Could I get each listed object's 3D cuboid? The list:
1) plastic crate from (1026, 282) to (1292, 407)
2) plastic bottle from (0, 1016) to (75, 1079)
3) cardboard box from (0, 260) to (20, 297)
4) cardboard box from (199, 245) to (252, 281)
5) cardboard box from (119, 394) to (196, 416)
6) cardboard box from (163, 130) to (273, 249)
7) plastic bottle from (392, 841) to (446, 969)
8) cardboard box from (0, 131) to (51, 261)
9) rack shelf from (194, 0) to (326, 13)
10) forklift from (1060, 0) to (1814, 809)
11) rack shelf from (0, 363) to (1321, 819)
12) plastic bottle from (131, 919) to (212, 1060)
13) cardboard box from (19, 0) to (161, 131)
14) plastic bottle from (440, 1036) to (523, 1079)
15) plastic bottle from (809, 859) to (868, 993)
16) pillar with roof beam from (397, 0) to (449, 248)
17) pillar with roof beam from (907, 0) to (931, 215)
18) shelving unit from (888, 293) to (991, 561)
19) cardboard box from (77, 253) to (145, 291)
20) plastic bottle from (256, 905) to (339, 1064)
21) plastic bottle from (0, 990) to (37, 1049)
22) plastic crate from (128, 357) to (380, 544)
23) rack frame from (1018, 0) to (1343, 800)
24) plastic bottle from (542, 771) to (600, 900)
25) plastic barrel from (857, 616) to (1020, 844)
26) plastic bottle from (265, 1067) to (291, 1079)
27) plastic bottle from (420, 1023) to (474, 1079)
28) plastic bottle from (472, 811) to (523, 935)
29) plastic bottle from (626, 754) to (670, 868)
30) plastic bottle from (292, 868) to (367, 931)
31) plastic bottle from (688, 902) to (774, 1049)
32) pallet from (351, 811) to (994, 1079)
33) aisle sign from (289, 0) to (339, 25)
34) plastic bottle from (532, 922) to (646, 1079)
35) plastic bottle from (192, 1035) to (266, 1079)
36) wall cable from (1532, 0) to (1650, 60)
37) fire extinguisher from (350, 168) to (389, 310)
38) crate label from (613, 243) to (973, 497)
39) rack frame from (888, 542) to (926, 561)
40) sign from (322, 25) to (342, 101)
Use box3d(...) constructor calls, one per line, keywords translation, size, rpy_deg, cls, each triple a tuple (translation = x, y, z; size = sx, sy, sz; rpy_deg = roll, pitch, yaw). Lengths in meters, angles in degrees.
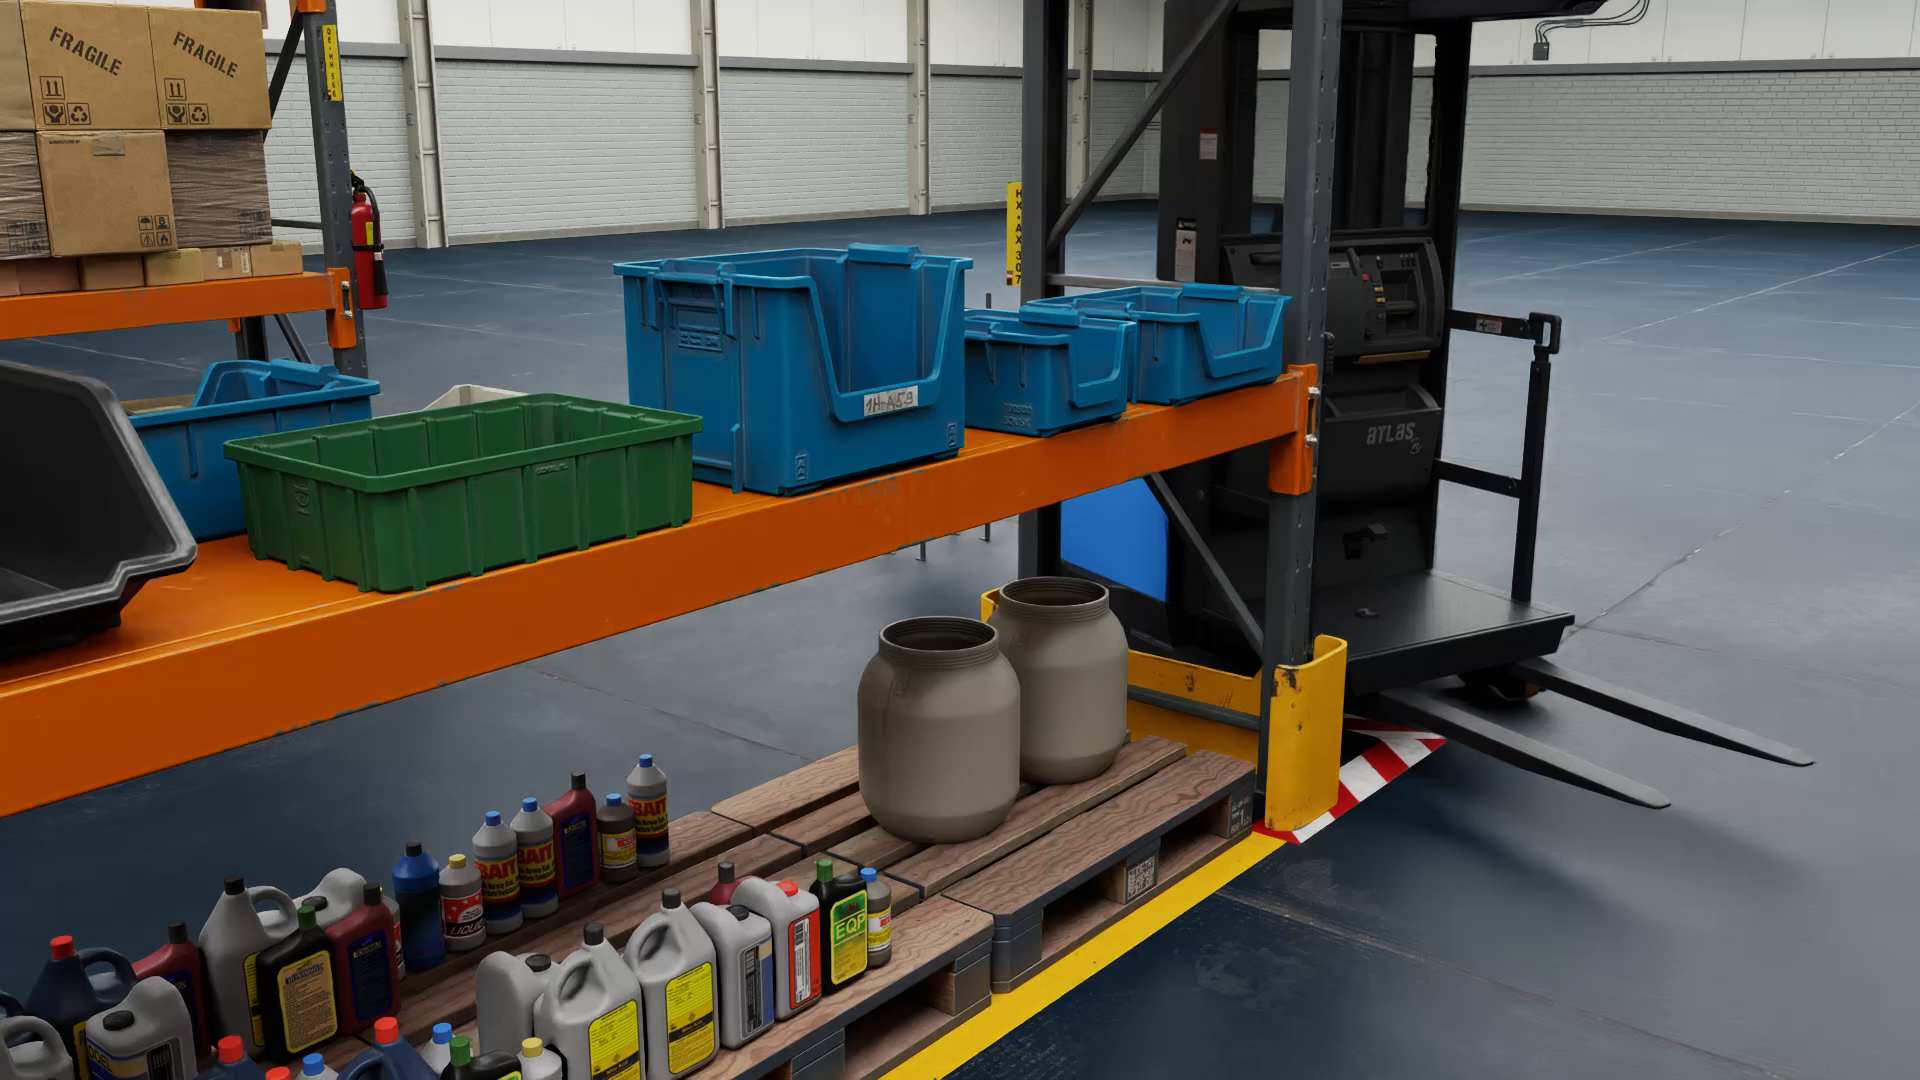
box3d(translation=(0.534, -0.535, 4.439), size=(0.499, 0.251, 0.616), rpy_deg=(11, 18, 38), cls="plastic crate")
box3d(translation=(-1.606, 0.942, 2.810), size=(0.144, 0.351, 0.185), rpy_deg=(11, 18, 38), cls="plastic bottle")
box3d(translation=(-4.028, -1.066, 6.735), size=(0.380, 0.149, 0.250), rpy_deg=(11, 18, 38), cls="cardboard box")
box3d(translation=(-3.413, -1.260, 7.500), size=(0.380, 0.149, 0.250), rpy_deg=(11, 18, 38), cls="cardboard box")
box3d(translation=(-3.642, -0.391, 7.793), size=(0.500, 0.500, 0.500), rpy_deg=(-12, 18, -39), cls="cardboard box")
box3d(translation=(-3.604, -1.607, 7.550), size=(0.875, 0.500, 0.500), rpy_deg=(11, 18, 38), cls="cardboard box")
box3d(translation=(-1.172, 0.782, 3.598), size=(0.097, 0.271, 0.097), rpy_deg=(0, 14, 0), cls="plastic bottle")
box3d(translation=(-4.173, -1.404, 6.750), size=(0.875, 0.500, 0.500), rpy_deg=(11, 18, 38), cls="cardboard box")
box3d(translation=(-4.494, -2.238, 6.209), size=(1.077, 0.370, 4.000), rpy_deg=(11, 18, 38), cls="rack shelf")
box3d(translation=(1.405, -0.858, 5.549), size=(1.130, 2.935, 3.031), rpy_deg=(-8, 16, -28), cls="forklift")
box3d(translation=(-0.642, -0.018, 3.561), size=(1.077, 0.370, 4.000), rpy_deg=(11, 18, 38), cls="rack shelf")
box3d(translation=(-1.527, 0.878, 3.199), size=(0.061, 0.283, 0.133), rpy_deg=(13, 19, 41), cls="plastic bottle")
box3d(translation=(-3.700, -1.953, 6.880), size=(0.500, 0.500, 0.500), rpy_deg=(11, 18, 38), cls="cardboard box")
box3d(translation=(-0.814, 0.968, 2.842), size=(0.061, 0.283, 0.133), rpy_deg=(12, 19, 40), cls="plastic bottle")
box3d(translation=(-0.257, 0.799, 3.510), size=(0.061, 0.283, 0.133), rpy_deg=(12, 18, 39), cls="plastic bottle")
box3d(translation=(-5.056, -8.362, 22.764), size=(9.100, 9.000, 0.400), rpy_deg=(11, 18, 38), cls="pillar with roof beam")
box3d(translation=(2.486, -10.660, 31.811), size=(9.100, 9.000, 0.400), rpy_deg=(11, 18, 38), cls="pillar with roof beam")
box3d(translation=(-0.104, -0.550, 7.850), size=(0.258, 1.200, 0.503), rpy_deg=(11, 18, 38), cls="shelving unit")
box3d(translation=(-3.699, -1.158, 7.101), size=(0.380, 0.149, 0.250), rpy_deg=(11, 18, 38), cls="cardboard box")
box3d(translation=(-1.299, 0.864, 3.251), size=(0.061, 0.283, 0.133), rpy_deg=(11, 18, 38), cls="plastic bottle")
box3d(translation=(-1.718, 0.919, 2.898), size=(0.144, 0.351, 0.185), rpy_deg=(11, 18, 36), cls="plastic bottle")
box3d(translation=(-1.414, -0.165, 2.983), size=(0.499, 0.251, 0.616), rpy_deg=(11, 18, 38), cls="plastic crate")
box3d(translation=(0.615, -0.749, 4.980), size=(1.000, 3.000, 0.127), rpy_deg=(11, 18, 38), cls="rack frame")
box3d(translation=(-0.923, 0.694, 3.924), size=(0.061, 0.283, 0.133), rpy_deg=(12, 18, 38), cls="plastic bottle")
box3d(translation=(-0.054, 0.487, 4.314), size=(0.421, 0.512, 0.421), rpy_deg=(0, 14, 0), cls="plastic barrel")
box3d(translation=(-1.068, 0.997, 2.592), size=(0.144, 0.351, 0.185), rpy_deg=(12, 18, 39), cls="plastic bottle")
box3d(translation=(-0.887, 0.965, 2.878), size=(0.097, 0.271, 0.097), rpy_deg=(0, 14, 0), cls="plastic bottle")
box3d(translation=(-1.045, 0.744, 3.751), size=(0.097, 0.271, 0.097), rpy_deg=(0, 14, 0), cls="plastic bottle")
box3d(translation=(-0.766, 0.659, 4.085), size=(0.097, 0.271, 0.097), rpy_deg=(0, 14, 0), cls="plastic bottle")
box3d(translation=(-1.289, 0.827, 3.415), size=(0.152, 0.276, 0.135), rpy_deg=(12, 18, 39), cls="plastic bottle")
box3d(translation=(-0.465, 0.848, 3.332), size=(0.152, 0.276, 0.135), rpy_deg=(11, 18, 36), cls="plastic bottle")
box3d(translation=(-0.678, 1.011, 3.713), size=(1.003, 0.211, 1.213), rpy_deg=(11, 18, 38), cls="pallet")
box3d(translation=(-2.965, -2.741, 7.541), size=(0.394, 0.787, 0.004), rpy_deg=(11, 18, 38), cls="aisle sign")
box3d(translation=(-0.683, 0.879, 3.055), size=(0.144, 0.351, 0.185), rpy_deg=(11, 18, 37), cls="plastic bottle")
box3d(translation=(-1.181, 0.975, 2.680), size=(0.144, 0.351, 0.185), rpy_deg=(11, 18, 38), cls="plastic bottle")
box3d(translation=(13.163, -13.011, 34.158), size=(2.305, 6.003, 0.169), rpy_deg=(11, 18, 38), cls="wall cable")
box3d(translation=(-2.807, -1.429, 7.812), size=(0.296, 0.674, 0.183), rpy_deg=(11, 18, 38), cls="fire extinguisher")
box3d(translation=(-0.331, -0.372, 3.424), size=(0.502, 0.435, 0.616), rpy_deg=(11, 18, 38), cls="crate label")
box3d(translation=(-0.257, -0.503, 7.666), size=(0.240, 1.200, 0.015), rpy_deg=(11, 18, 38), cls="rack frame")
box3d(translation=(-2.818, -2.140, 7.463), size=(0.100, 0.325, 0.005), rpy_deg=(11, 18, 38), cls="sign")
